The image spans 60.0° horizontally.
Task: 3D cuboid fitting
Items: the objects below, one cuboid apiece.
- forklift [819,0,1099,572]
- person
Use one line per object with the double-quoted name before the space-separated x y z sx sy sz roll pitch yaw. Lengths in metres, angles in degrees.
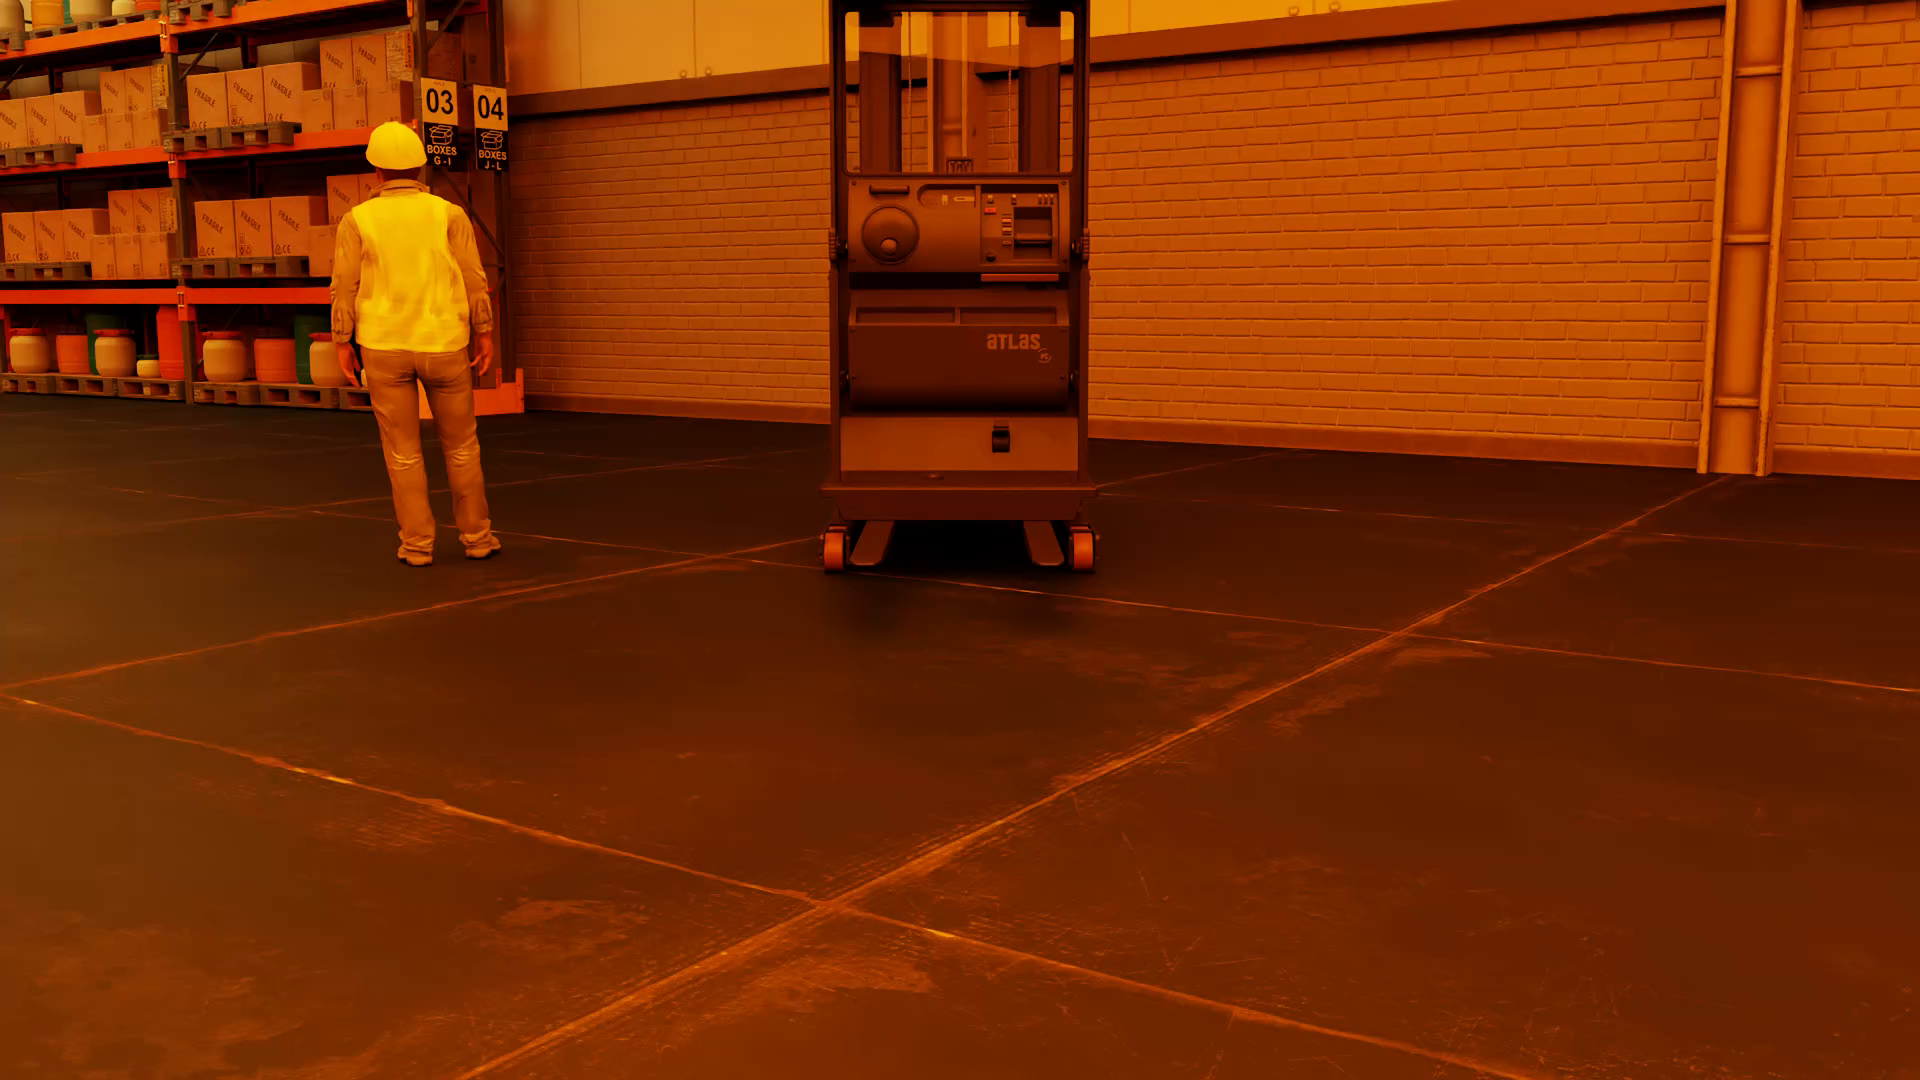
"forklift" -0.003 -1.363 6.779 1.130 2.935 3.031 0 8 0
"person" -2.236 -0.793 6.825 0.633 1.776 0.566 -3 9 -18
